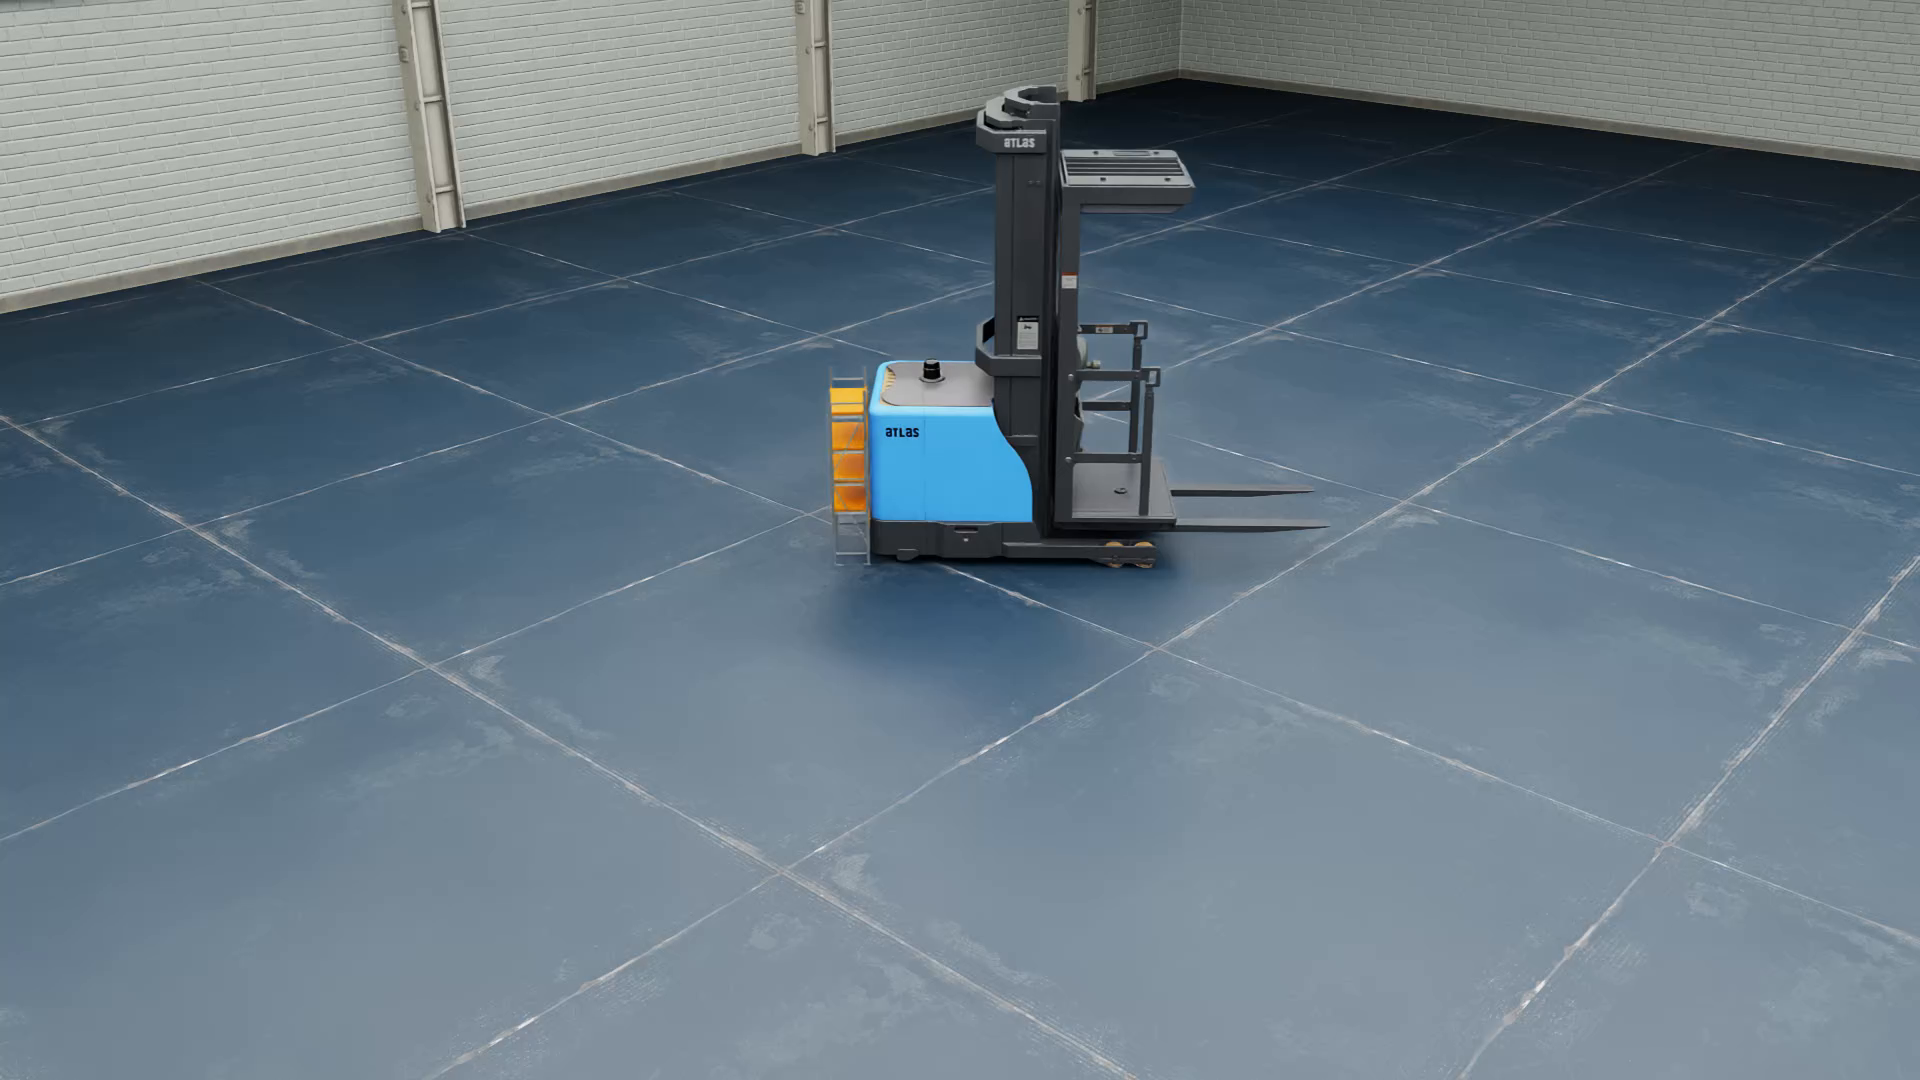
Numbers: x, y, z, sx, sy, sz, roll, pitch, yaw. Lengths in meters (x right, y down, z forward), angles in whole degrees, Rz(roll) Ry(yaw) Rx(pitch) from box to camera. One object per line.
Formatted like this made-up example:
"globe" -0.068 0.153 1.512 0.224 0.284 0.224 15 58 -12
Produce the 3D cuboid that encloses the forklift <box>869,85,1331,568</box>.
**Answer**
"forklift" 0.931 -1.377 10.738 3.031 2.935 1.130 1 24 1

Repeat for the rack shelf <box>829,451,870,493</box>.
"rack shelf" -0.720 -0.422 10.890 0.258 0.148 0.480 -1 24 -3

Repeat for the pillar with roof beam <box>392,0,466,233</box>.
"pillar with roof beam" -2.797 -6.567 14.897 9.100 9.000 0.400 20 31 38

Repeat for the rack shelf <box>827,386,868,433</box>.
"rack shelf" -0.720 -0.842 10.702 0.258 0.148 0.480 -1 24 -3

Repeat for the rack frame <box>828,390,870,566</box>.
"rack frame" -0.707 -0.384 10.640 0.240 1.200 0.015 -1 24 -3

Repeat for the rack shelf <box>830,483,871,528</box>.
"rack shelf" -0.720 -0.241 10.971 0.258 0.148 0.480 -1 24 -3

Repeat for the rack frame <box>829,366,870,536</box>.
"rack frame" -0.732 -0.583 11.085 0.240 1.200 0.015 -1 24 -3

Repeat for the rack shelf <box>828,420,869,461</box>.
"rack shelf" -0.720 -0.626 10.798 0.258 0.148 0.480 -1 24 -3

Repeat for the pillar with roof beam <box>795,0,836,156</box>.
"pillar with roof beam" 1.207 -8.395 18.974 9.100 9.000 0.400 20 31 38

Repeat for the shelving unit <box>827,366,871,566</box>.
"shelving unit" -0.720 -0.484 10.862 0.258 1.200 0.503 -1 24 -3

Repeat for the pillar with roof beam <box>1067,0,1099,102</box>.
"pillar with roof beam" 5.211 -10.223 23.051 9.100 9.000 0.400 20 31 38
